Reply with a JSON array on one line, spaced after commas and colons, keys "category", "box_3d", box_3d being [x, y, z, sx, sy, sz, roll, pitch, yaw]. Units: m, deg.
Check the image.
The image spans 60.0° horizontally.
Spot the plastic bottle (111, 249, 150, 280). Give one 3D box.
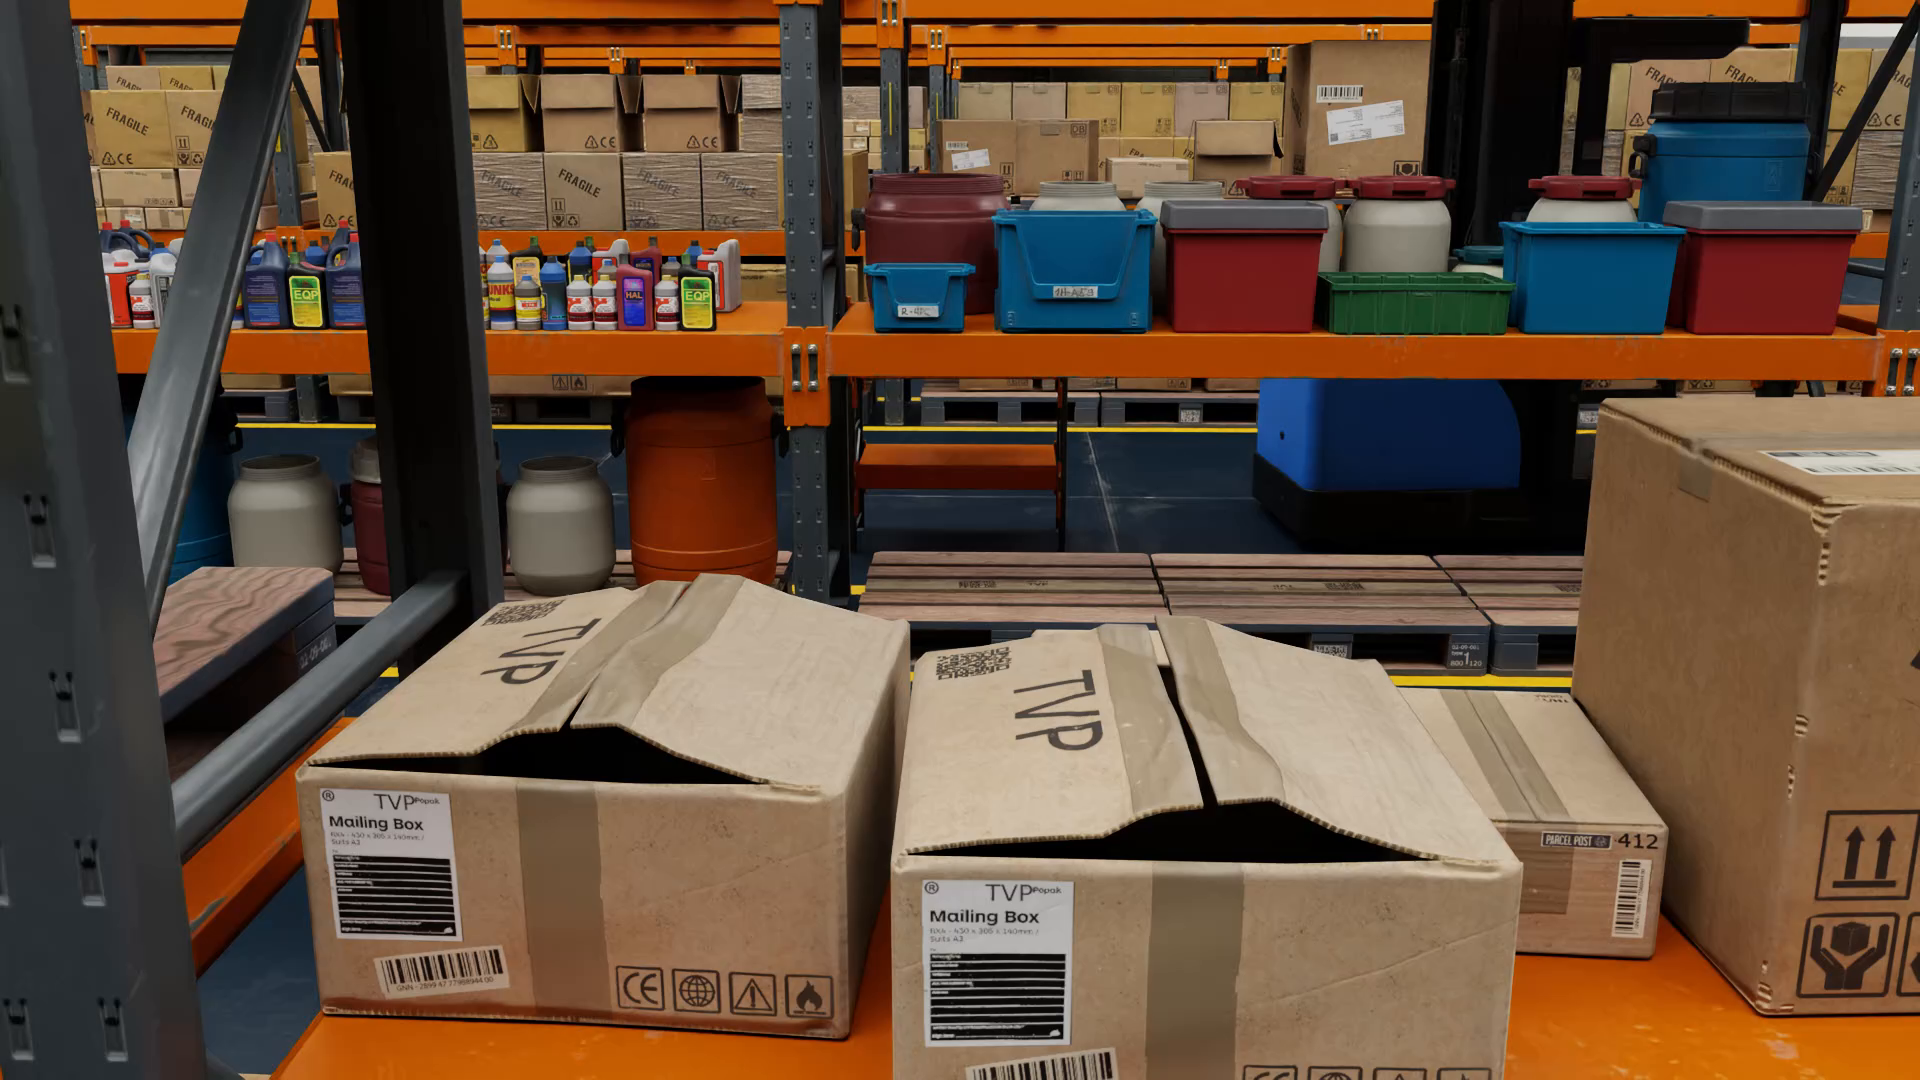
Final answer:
[{"category": "plastic bottle", "box_3d": [-3.177, -0.980, 6.418, 0.135, 0.276, 0.152, 0, 15, 1]}]

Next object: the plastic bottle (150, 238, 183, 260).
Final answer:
[{"category": "plastic bottle", "box_3d": [-3.288, -1.122, 6.955, 0.135, 0.276, 0.152, 0, 15, 1]}]

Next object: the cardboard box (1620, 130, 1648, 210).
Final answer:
[{"category": "cardboard box", "box_3d": [4.512, -2.480, 11.080, 0.500, 0.500, 0.875, 0, 15, 1]}]

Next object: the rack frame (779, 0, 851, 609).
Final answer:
[{"category": "rack frame", "box_3d": [-0.561, -1.082, 6.559, 0.127, 3.000, 1.000, 0, 15, 1]}]

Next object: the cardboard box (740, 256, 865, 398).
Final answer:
[{"category": "cardboard box", "box_3d": [-1.124, -1.530, 11.601, 0.875, 0.875, 1.225, 0, 15, -1]}]

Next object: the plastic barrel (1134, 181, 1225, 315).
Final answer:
[{"category": "plastic barrel", "box_3d": [0.894, -1.181, 6.716, 0.421, 0.512, 0.421, 0, 15, 0]}]

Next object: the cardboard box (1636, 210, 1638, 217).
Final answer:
[{"category": "cardboard box", "box_3d": [4.522, -2.120, 10.989, 0.250, 0.149, 0.380, 0, 15, 1]}]

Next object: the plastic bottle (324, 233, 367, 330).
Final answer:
[{"category": "plastic bottle", "box_3d": [-2.277, -0.971, 6.236, 0.185, 0.351, 0.144, 0, 15, 1]}]

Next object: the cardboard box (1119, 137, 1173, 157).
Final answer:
[{"category": "cardboard box", "box_3d": [1.746, -3.576, 15.817, 0.500, 0.500, 0.500, 0, 15, 1]}]

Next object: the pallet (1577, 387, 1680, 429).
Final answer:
[{"category": "pallet", "box_3d": [4.237, -0.975, 11.621, 1.213, 0.211, 1.003, 0, 15, 1]}]

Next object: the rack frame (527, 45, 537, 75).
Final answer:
[{"category": "rack frame", "box_3d": [-4.205, -3.634, 16.234, 0.053, 2.616, 0.949, 0, 15, 1]}]

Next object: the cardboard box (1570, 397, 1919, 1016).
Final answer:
[{"category": "cardboard box", "box_3d": [0.987, 0.140, 1.733, 0.500, 0.500, 0.500, 0, 15, -2]}]

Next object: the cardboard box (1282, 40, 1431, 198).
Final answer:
[{"category": "cardboard box", "box_3d": [2.774, -2.853, 11.273, 1.000, 1.000, 1.000, 0, 15, 2]}]

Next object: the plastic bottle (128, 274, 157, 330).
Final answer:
[{"category": "plastic bottle", "box_3d": [-3.066, -0.898, 6.251, 0.097, 0.201, 0.097, 0, 15, 0]}]

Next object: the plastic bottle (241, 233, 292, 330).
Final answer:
[{"category": "plastic bottle", "box_3d": [-2.369, -0.971, 6.238, 0.637, 0.351, 0.144, 0, 15, 1]}]

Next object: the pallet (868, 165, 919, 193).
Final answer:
[{"category": "pallet", "box_3d": [-0.922, -3.494, 16.078, 1.003, 0.211, 1.213, 0, 15, 1]}]

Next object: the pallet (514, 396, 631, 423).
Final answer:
[{"category": "pallet", "box_3d": [-2.437, -1.029, 11.828, 1.213, 0.211, 1.003, 0, 15, 1]}]

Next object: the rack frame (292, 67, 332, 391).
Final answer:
[{"category": "rack frame", "box_3d": [-4.433, -2.372, 11.449, 0.053, 2.616, 0.949, 0, 15, 1]}]

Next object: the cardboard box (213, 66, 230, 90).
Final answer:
[{"category": "cardboard box", "box_3d": [-6.738, -4.255, 15.849, 0.500, 0.500, 0.500, 0, 15, 0]}]

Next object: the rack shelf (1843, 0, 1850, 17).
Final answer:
[{"category": "rack shelf", "box_3d": [5.437, -2.145, 6.120, 4.000, 0.370, 1.077, 0, 15, 1]}]

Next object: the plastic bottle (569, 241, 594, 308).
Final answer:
[{"category": "plastic bottle", "box_3d": [-1.564, -1.100, 6.881, 0.097, 0.271, 0.097, 0, 15, 0]}]

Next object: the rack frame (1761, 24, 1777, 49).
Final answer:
[{"category": "rack frame", "box_3d": [7.791, -3.557, 15.941, 0.127, 3.000, 1.000, 0, 15, 1]}]

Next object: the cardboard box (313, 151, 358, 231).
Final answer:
[{"category": "cardboard box", "box_3d": [-3.979, -2.352, 11.180, 0.500, 0.500, 0.500, 0, 15, 2]}]

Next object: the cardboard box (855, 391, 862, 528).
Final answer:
[{"category": "cardboard box", "box_3d": [-0.515, -0.548, 8.211, 0.035, 0.981, 0.475, 0, 15, -1]}]

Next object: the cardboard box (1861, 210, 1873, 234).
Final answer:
[{"category": "cardboard box", "box_3d": [5.771, -2.103, 10.924, 0.250, 0.149, 0.380, 0, 15, 1]}]

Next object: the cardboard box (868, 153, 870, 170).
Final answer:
[{"category": "cardboard box", "box_3d": [-0.960, -3.579, 15.693, 0.250, 0.149, 0.380, 0, 15, 1]}]

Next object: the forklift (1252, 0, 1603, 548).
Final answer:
[{"category": "forklift", "box_3d": [20.829, 0.437, 1.113, 36.947, 2.843, 19.219, -1, 15, -5]}]

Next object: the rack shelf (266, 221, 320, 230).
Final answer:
[{"category": "rack shelf", "box_3d": [-6.432, -2.130, 11.562, 3.809, 0.124, 0.919, 0, 15, 1]}]

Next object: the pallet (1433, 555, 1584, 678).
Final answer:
[{"category": "pallet", "box_3d": [2.652, 0.298, 6.798, 1.213, 0.211, 1.003, 0, 15, 1]}]

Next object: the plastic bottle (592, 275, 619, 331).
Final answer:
[{"category": "plastic bottle", "box_3d": [-1.322, -0.886, 6.208, 0.097, 0.201, 0.097, 0, 15, 0]}]

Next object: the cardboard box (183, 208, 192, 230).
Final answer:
[{"category": "cardboard box", "box_3d": [-5.004, -2.169, 11.175, 0.250, 0.149, 0.380, 1, 15, 3]}]

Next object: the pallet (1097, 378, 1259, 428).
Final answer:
[{"category": "pallet", "box_3d": [1.563, -0.982, 11.649, 1.213, 0.211, 1.003, 0, 15, 1]}]

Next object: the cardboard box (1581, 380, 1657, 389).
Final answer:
[{"category": "cardboard box", "box_3d": [4.536, -1.298, 11.458, 0.500, 0.500, 0.500, 5, 16, 19]}]

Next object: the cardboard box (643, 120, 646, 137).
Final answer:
[{"category": "cardboard box", "box_3d": [-3.039, -3.879, 15.667, 0.250, 0.149, 0.380, 0, 15, 1]}]

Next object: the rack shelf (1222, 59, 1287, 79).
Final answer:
[{"category": "rack shelf", "box_3d": [5.940, -7.201, 25.285, 4.000, 0.370, 1.077, 0, 15, 1]}]

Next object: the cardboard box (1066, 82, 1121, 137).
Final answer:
[{"category": "cardboard box", "box_3d": [1.261, -4.129, 15.956, 0.500, 0.500, 0.700, 0, 15, 1]}]

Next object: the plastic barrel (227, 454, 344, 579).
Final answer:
[{"category": "plastic barrel", "box_3d": [-2.746, -0.069, 6.774, 0.421, 0.512, 0.421, 0, 15, 0]}]

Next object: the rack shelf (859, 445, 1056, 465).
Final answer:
[{"category": "rack shelf", "box_3d": [-0.007, -0.378, 8.240, 0.952, 0.093, 0.459, 0, 15, 1]}]

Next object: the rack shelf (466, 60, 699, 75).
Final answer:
[{"category": "rack shelf", "box_3d": [-6.056, -7.279, 25.581, 4.000, 0.370, 1.077, 0, 15, 1]}]

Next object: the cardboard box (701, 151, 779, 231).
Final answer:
[{"category": "cardboard box", "box_3d": [-1.432, -2.338, 11.125, 0.500, 0.500, 0.500, 0, 15, 1]}]

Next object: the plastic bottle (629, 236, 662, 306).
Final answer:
[{"category": "plastic bottle", "box_3d": [-1.312, -1.124, 6.949, 0.133, 0.283, 0.061, 0, 15, 1]}]

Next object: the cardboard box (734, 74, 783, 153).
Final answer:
[{"category": "cardboard box", "box_3d": [-1.165, -2.887, 11.240, 0.637, 0.503, 0.797, 1, 15, 3]}]

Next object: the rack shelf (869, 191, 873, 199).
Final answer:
[{"category": "rack shelf", "box_3d": [-2.206, -3.274, 16.280, 4.000, 0.370, 1.077, 0, 15, 1]}]

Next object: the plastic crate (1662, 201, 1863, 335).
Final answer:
[{"category": "plastic crate", "box_3d": [2.946, -1.012, 6.169, 0.583, 0.464, 0.402, 0, 15, 1]}]

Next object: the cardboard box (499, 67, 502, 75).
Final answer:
[{"category": "cardboard box", "box_3d": [-4.650, -4.376, 16.306, 0.500, 0.500, 0.500, 1, 15, 3]}]

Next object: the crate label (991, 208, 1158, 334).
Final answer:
[{"category": "crate label", "box_3d": [0.426, -1.023, 6.269, 0.616, 0.435, 0.502, 0, 15, 1]}]

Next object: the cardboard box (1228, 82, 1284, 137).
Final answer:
[{"category": "cardboard box", "box_3d": [2.781, -4.119, 15.917, 0.500, 0.500, 0.700, 0, 15, 0]}]

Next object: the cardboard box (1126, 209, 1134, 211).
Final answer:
[{"category": "cardboard box", "box_3d": [2.643, -5.174, 25.903, 0.625, 0.625, 0.875, 0, 15, 1]}]

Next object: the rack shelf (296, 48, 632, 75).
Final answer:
[{"category": "rack shelf", "box_3d": [-6.179, -6.013, 20.783, 4.000, 0.370, 1.077, 0, 15, 1]}]

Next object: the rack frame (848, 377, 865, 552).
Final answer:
[{"category": "rack frame", "box_3d": [-0.515, -0.547, 8.209, 0.032, 1.125, 0.500, 0, 15, 1]}]

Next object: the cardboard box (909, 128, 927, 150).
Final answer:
[{"category": "cardboard box", "box_3d": [-0.672, -4.979, 20.647, 0.500, 0.250, 0.500, 0, 15, 1]}]

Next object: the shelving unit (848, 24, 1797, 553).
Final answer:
[{"category": "shelving unit", "box_3d": [6.365, -5.304, 16.685, 13.307, 6.000, 19.663, 0, 15, 1]}]
